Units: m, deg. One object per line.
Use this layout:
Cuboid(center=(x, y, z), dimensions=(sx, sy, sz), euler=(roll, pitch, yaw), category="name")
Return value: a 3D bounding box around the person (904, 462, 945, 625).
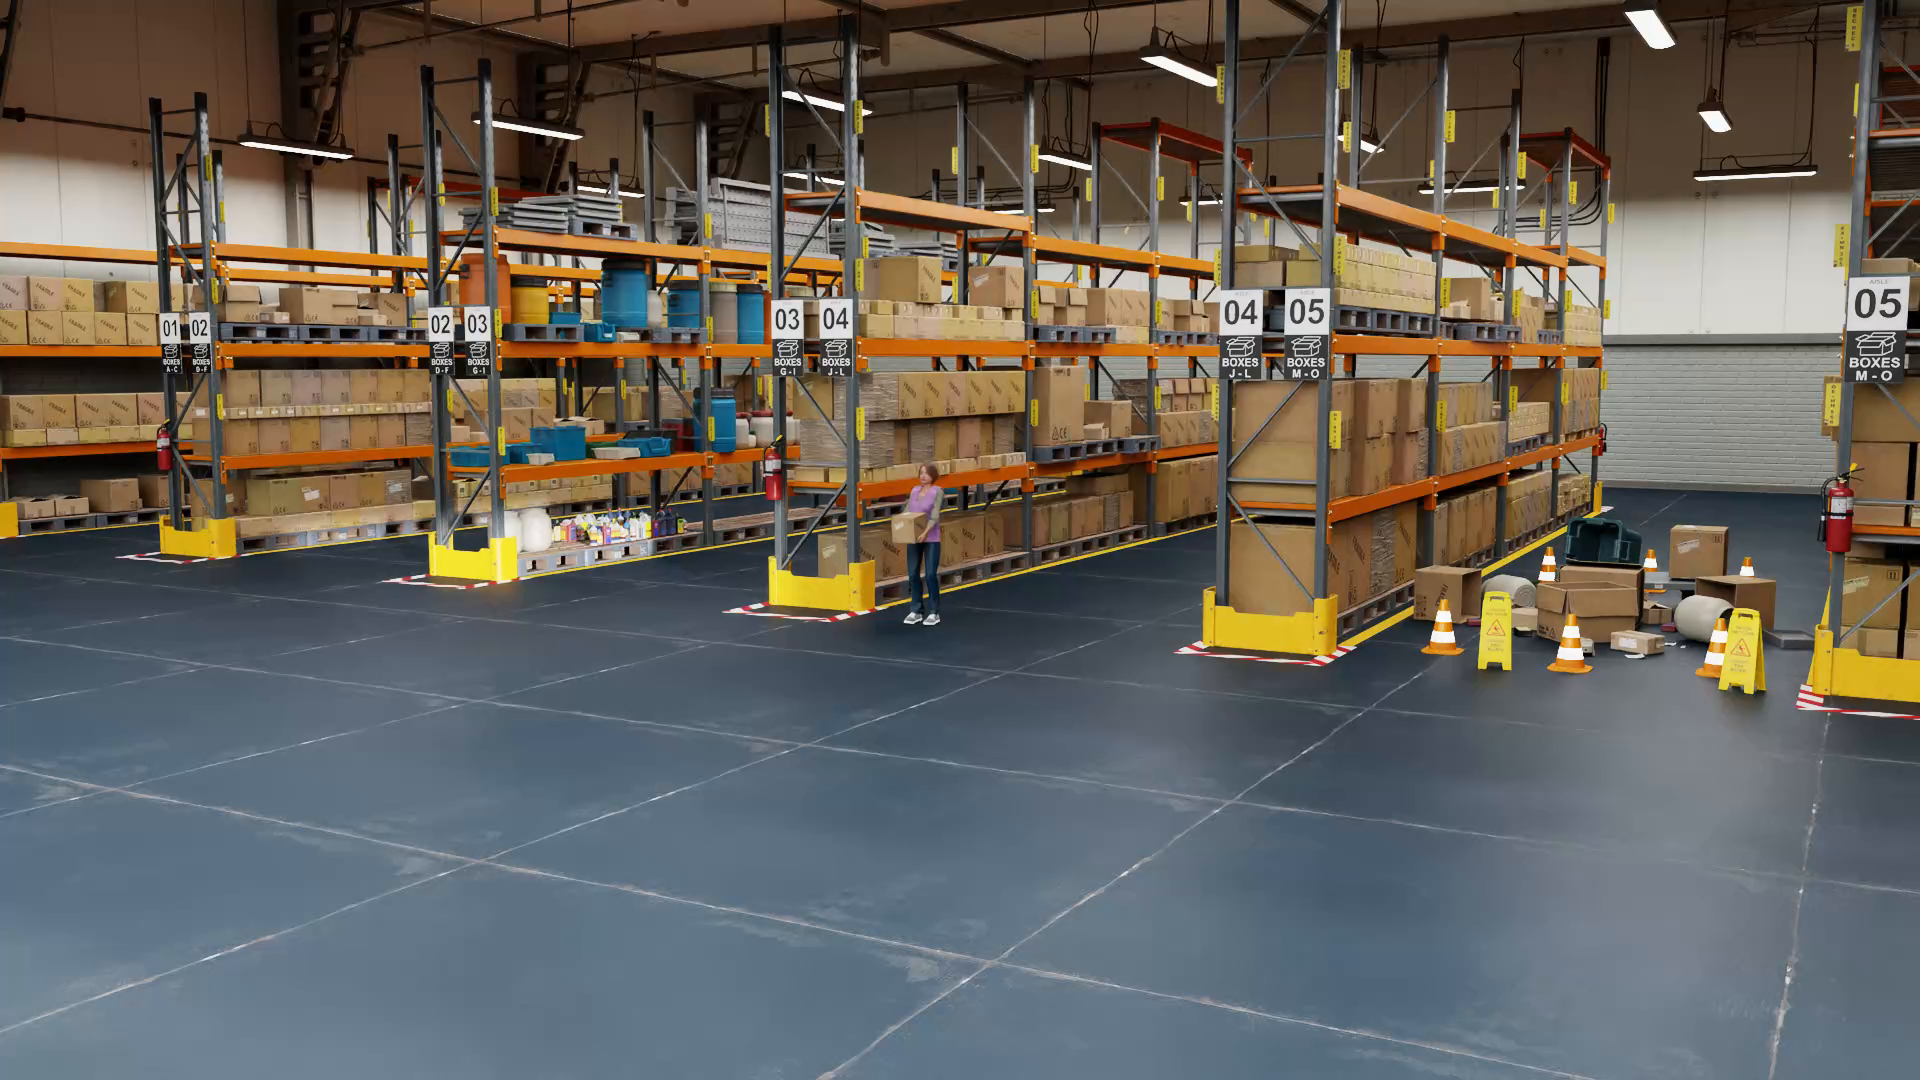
Cuboid(center=(-0.393, 0.038, 16.242), dimensions=(0.404, 1.590, 0.494), euler=(3, 7, 30), category="person")
